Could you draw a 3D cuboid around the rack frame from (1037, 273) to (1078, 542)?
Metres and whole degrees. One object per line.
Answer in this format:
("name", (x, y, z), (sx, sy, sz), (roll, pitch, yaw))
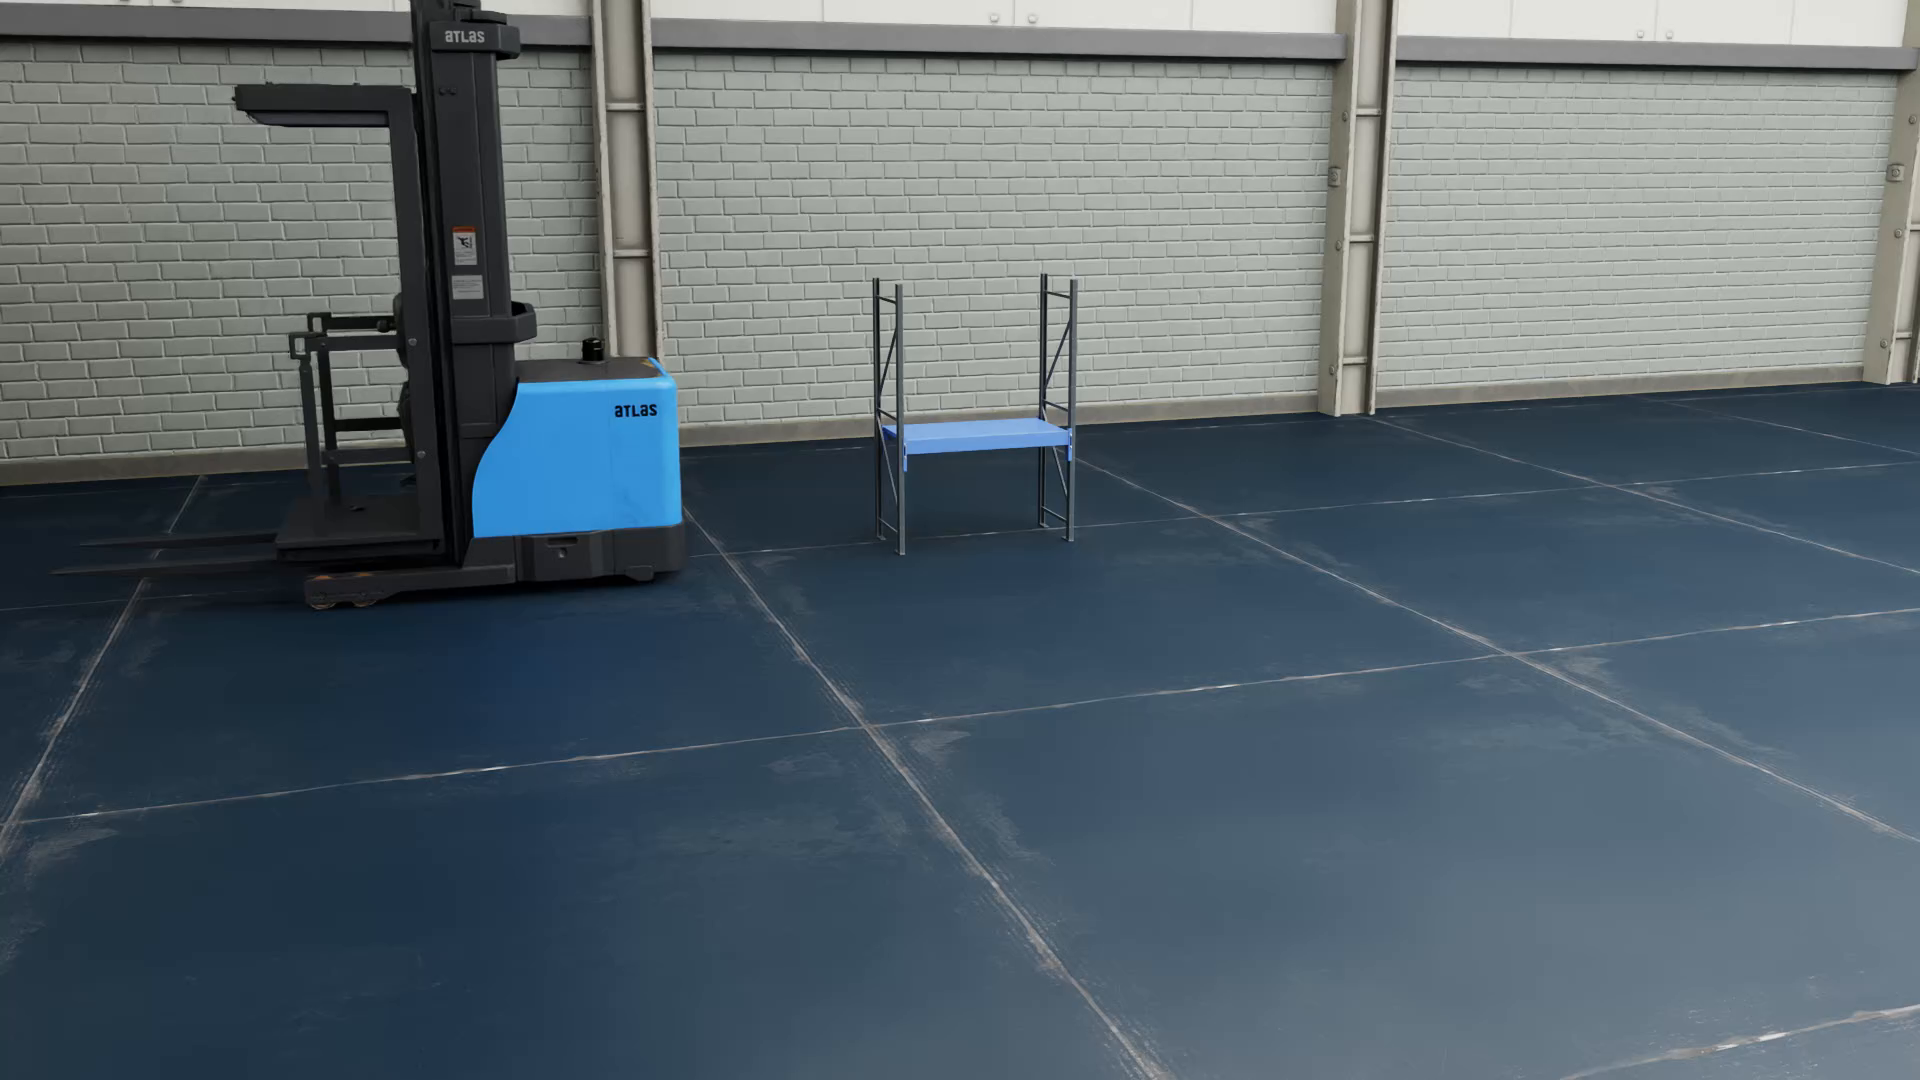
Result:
("rack frame", (0.563, -0.773, 9.653), (0.032, 1.500, 0.500), (-4, 14, -18))

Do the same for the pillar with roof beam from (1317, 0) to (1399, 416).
("pillar with roof beam", (4.671, -4.525, 9.220), (0.400, 9.000, 9.100), (-4, 14, -18))

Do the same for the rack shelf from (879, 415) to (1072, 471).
("rack shelf", (0.081, -0.561, 9.537), (1.000, 0.185, 0.538), (-4, 14, -18))

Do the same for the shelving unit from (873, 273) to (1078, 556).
("shelving unit", (0.081, -0.736, 9.496), (1.048, 1.500, 0.538), (-4, 14, -18))

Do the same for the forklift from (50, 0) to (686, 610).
("forklift", (-3.017, -1.219, 8.433), (3.031, 2.935, 1.130), (-4, 14, -16))

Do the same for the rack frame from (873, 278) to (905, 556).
("rack frame", (-0.401, -0.698, 9.338), (0.032, 1.500, 0.500), (-4, 14, -18))

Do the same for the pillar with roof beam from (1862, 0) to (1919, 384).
("pillar with roof beam", (10.358, -4.968, 11.081), (0.400, 9.000, 9.100), (-4, 14, -18))

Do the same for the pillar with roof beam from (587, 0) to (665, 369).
("pillar with roof beam", (-1.015, -4.082, 7.358), (0.400, 9.000, 9.100), (-4, 14, -18))
